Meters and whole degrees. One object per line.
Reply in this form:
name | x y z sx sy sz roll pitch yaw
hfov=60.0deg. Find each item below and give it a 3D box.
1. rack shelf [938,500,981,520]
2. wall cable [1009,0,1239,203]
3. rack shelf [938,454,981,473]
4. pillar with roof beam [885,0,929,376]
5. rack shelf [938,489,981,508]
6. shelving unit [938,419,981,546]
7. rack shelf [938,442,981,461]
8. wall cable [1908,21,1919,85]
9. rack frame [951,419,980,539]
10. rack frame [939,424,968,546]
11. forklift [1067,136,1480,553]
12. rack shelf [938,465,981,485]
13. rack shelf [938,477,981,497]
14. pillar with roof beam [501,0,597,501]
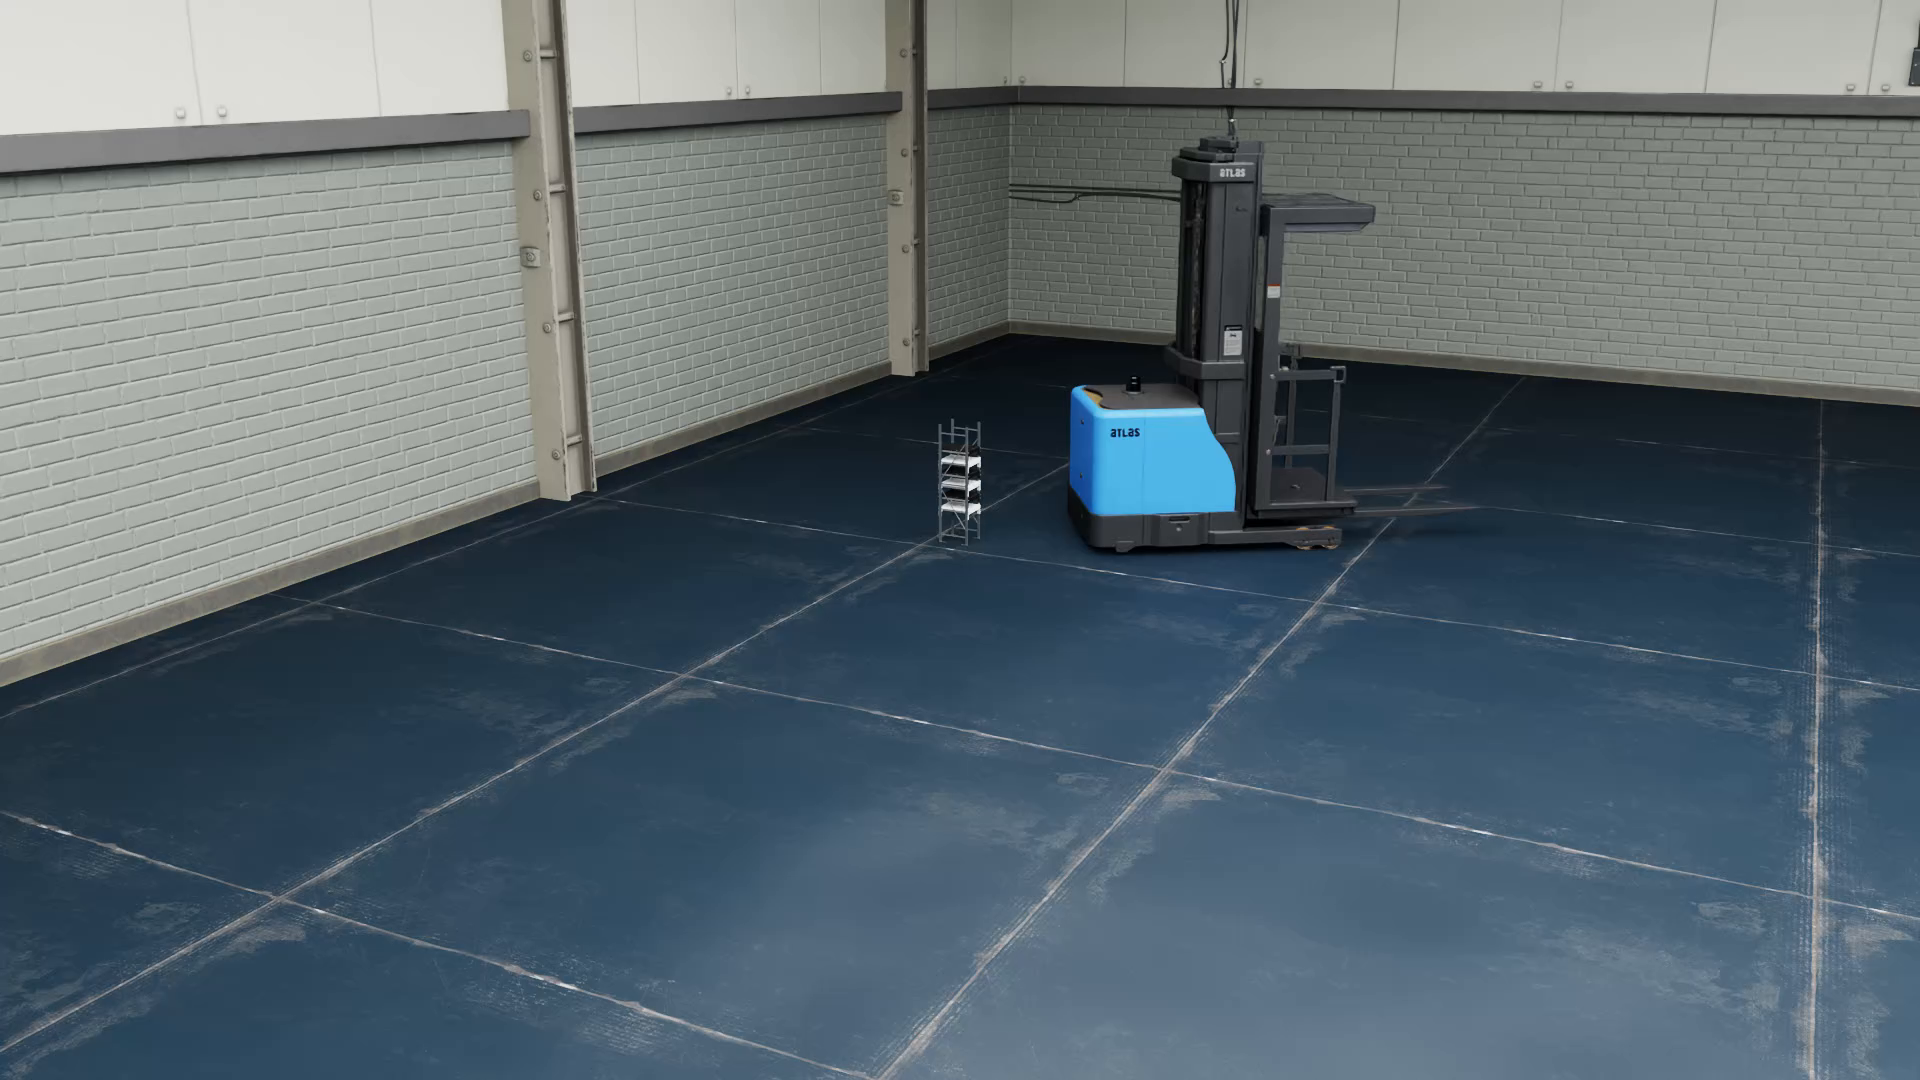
rack shelf | -0.004 -0.225 12.450 0.258 0.077 0.200 8 18 25
wall cable | 1.919 -5.322 20.090 3.097 2.526 0.112 8 18 25
rack shelf | -0.004 -0.570 12.348 0.258 0.077 0.200 8 18 25
pillar with roof beam | 3.271 -5.680 15.844 9.100 9.000 0.400 8 18 25
rack shelf | -0.004 -0.311 12.424 0.258 0.077 0.200 8 18 25
shelving unit | -0.004 -0.429 12.389 0.258 0.900 0.210 8 18 25
rack shelf | -0.004 -0.656 12.322 0.258 0.077 0.200 8 18 25
wall cable | 10.405 -7.229 15.084 2.305 6.003 0.169 8 18 25
rack frame | 0.042 -0.455 12.476 0.240 0.900 0.006 8 18 25
rack frame | -0.049 -0.403 12.302 0.240 0.900 0.006 8 18 25
forklift | 2.392 -1.478 12.354 3.031 2.935 1.130 -2 17 -7
rack shelf | -0.004 -0.484 12.373 0.258 0.077 0.200 8 18 25
rack shelf | -0.004 -0.397 12.399 0.258 0.077 0.200 8 18 25
pillar with roof beam | 0.590 -4.152 10.699 9.100 9.000 0.400 8 18 25
